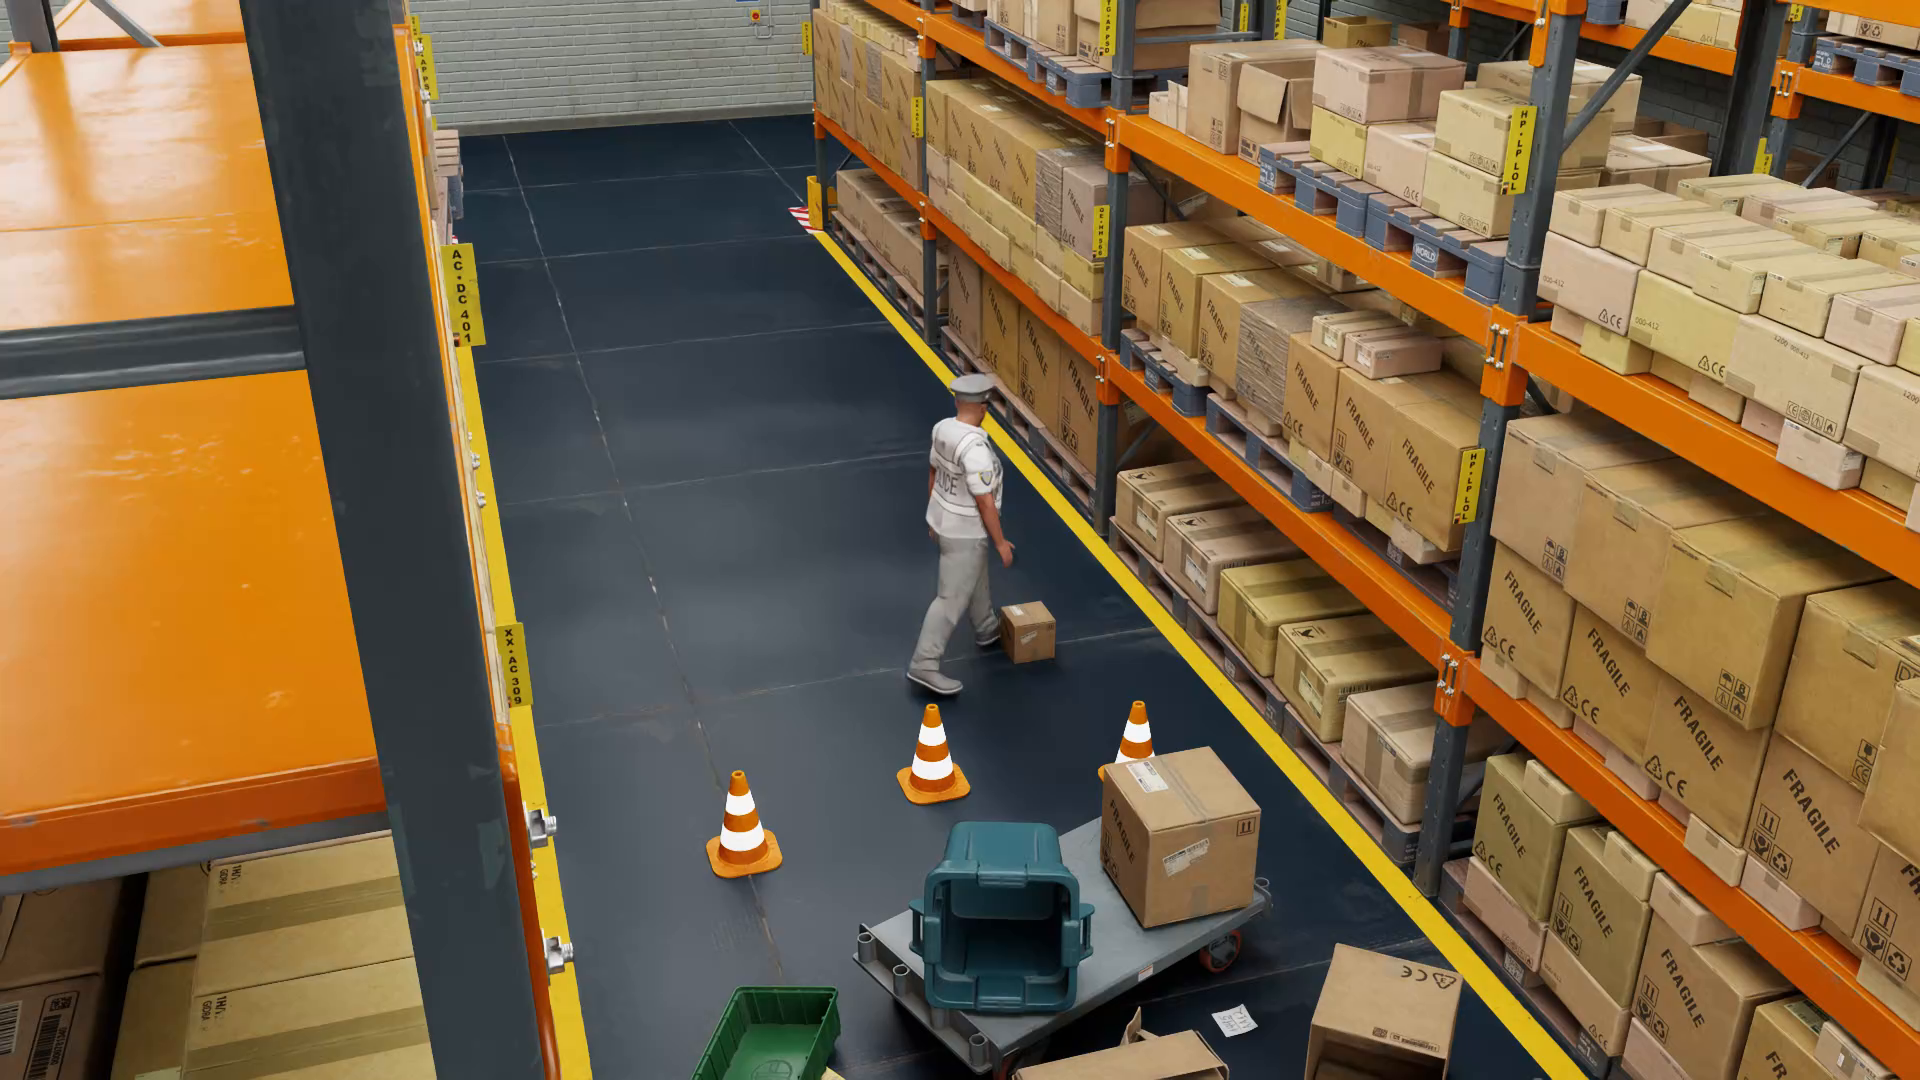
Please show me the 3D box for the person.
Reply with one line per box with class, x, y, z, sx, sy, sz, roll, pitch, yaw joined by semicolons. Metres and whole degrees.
person;0.057;-0.052;9.239;0.856;1.724;0.667;-9;28;-17
